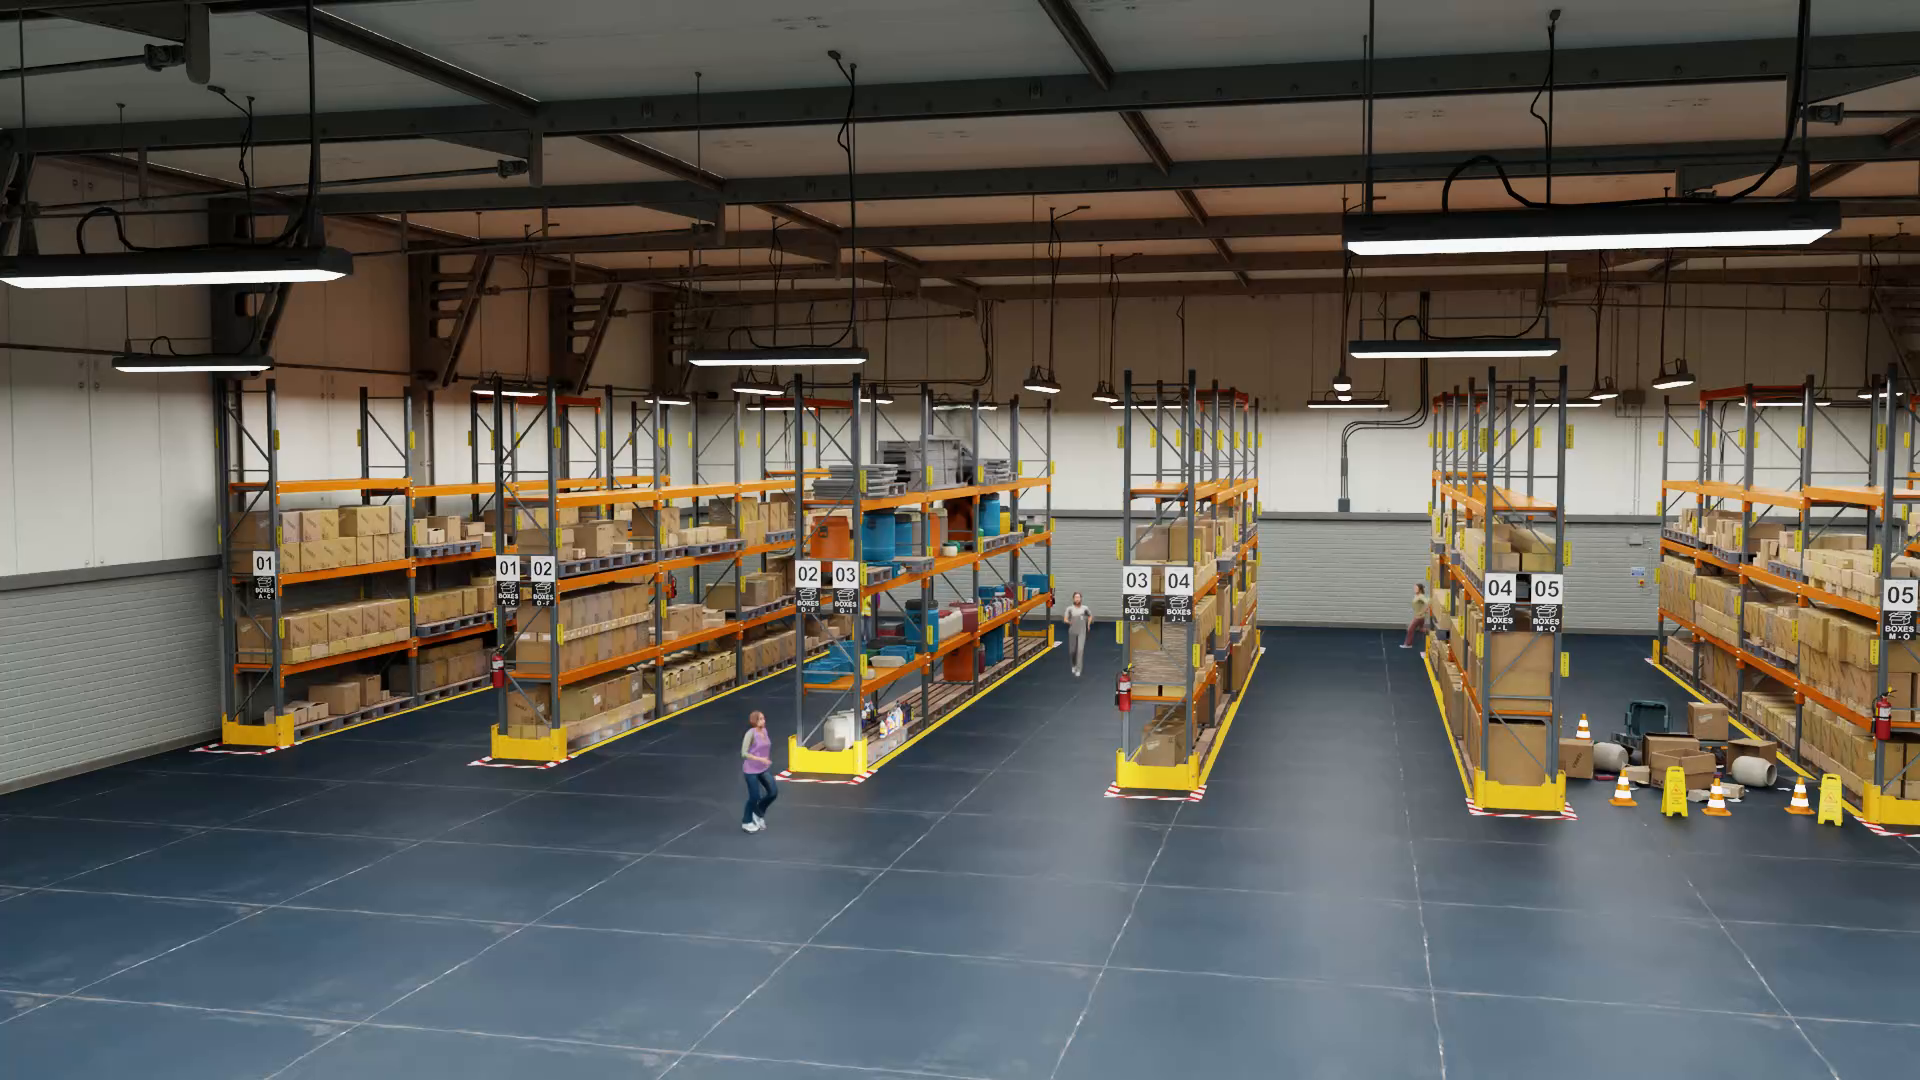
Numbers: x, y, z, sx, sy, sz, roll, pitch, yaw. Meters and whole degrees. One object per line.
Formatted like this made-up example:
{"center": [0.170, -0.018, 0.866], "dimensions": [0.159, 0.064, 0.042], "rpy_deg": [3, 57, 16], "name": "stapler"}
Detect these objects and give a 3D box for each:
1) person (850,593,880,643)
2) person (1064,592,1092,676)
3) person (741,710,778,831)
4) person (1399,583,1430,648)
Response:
{"center": [-2.065, 1.703, 36.155], "dimensions": [0.672, 1.876, 0.754], "rpy_deg": [0, 3, 0], "name": "person"}
{"center": [2.368, 1.878, 33.403], "dimensions": [0.577, 1.657, 0.811], "rpy_deg": [0, 3, 5], "name": "person"}
{"center": [-2.556, 2.940, 21.121], "dimensions": [0.604, 1.568, 0.541], "rpy_deg": [3, 4, 38], "name": "person"}
{"center": [10.991, 1.819, 39.623], "dimensions": [0.936, 1.599, 0.646], "rpy_deg": [0, 3, 7], "name": "person"}
